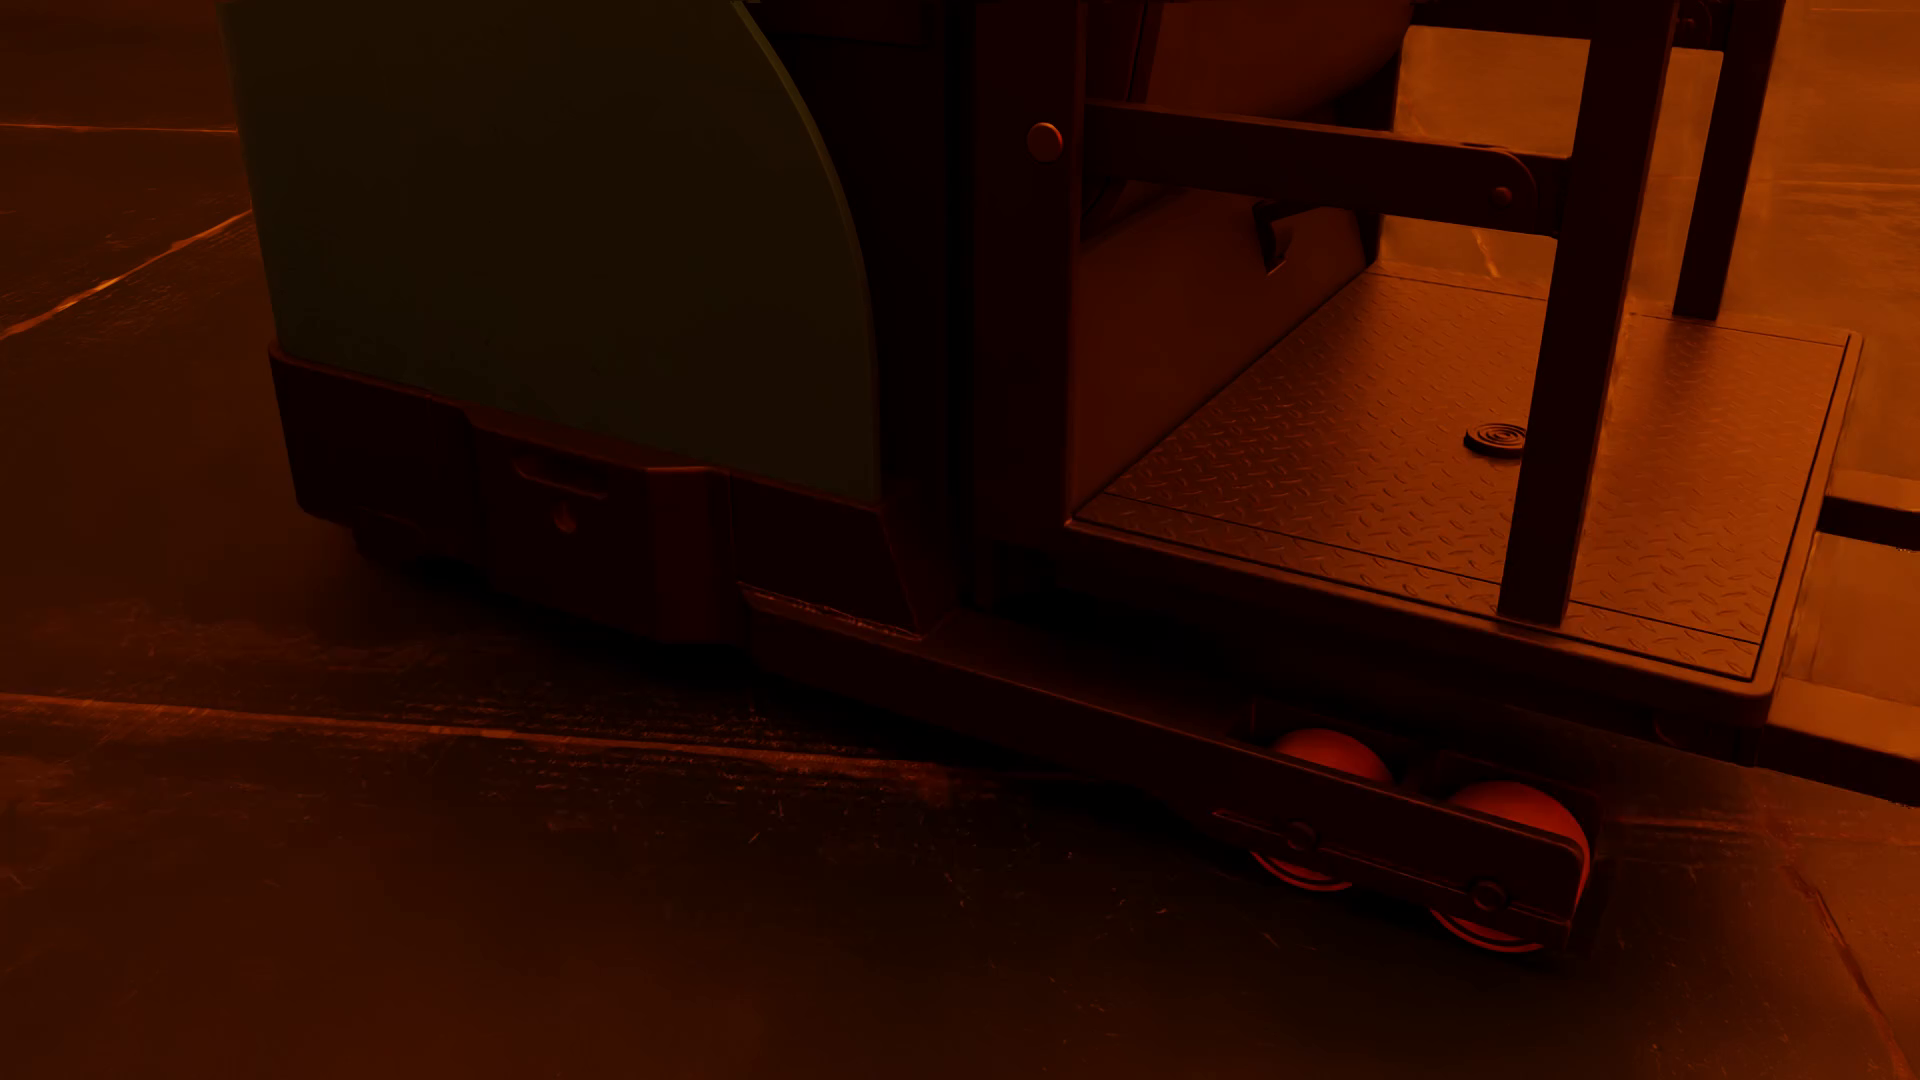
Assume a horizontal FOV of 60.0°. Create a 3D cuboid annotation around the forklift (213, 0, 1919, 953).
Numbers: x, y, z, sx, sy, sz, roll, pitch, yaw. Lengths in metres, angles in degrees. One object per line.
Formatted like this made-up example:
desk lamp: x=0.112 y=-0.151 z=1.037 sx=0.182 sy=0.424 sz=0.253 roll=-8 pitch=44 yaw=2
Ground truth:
forklift: x=0.551 y=-1.170 z=1.563 sx=3.031 sy=2.935 sz=1.130 roll=14 pitch=30 yaw=26
